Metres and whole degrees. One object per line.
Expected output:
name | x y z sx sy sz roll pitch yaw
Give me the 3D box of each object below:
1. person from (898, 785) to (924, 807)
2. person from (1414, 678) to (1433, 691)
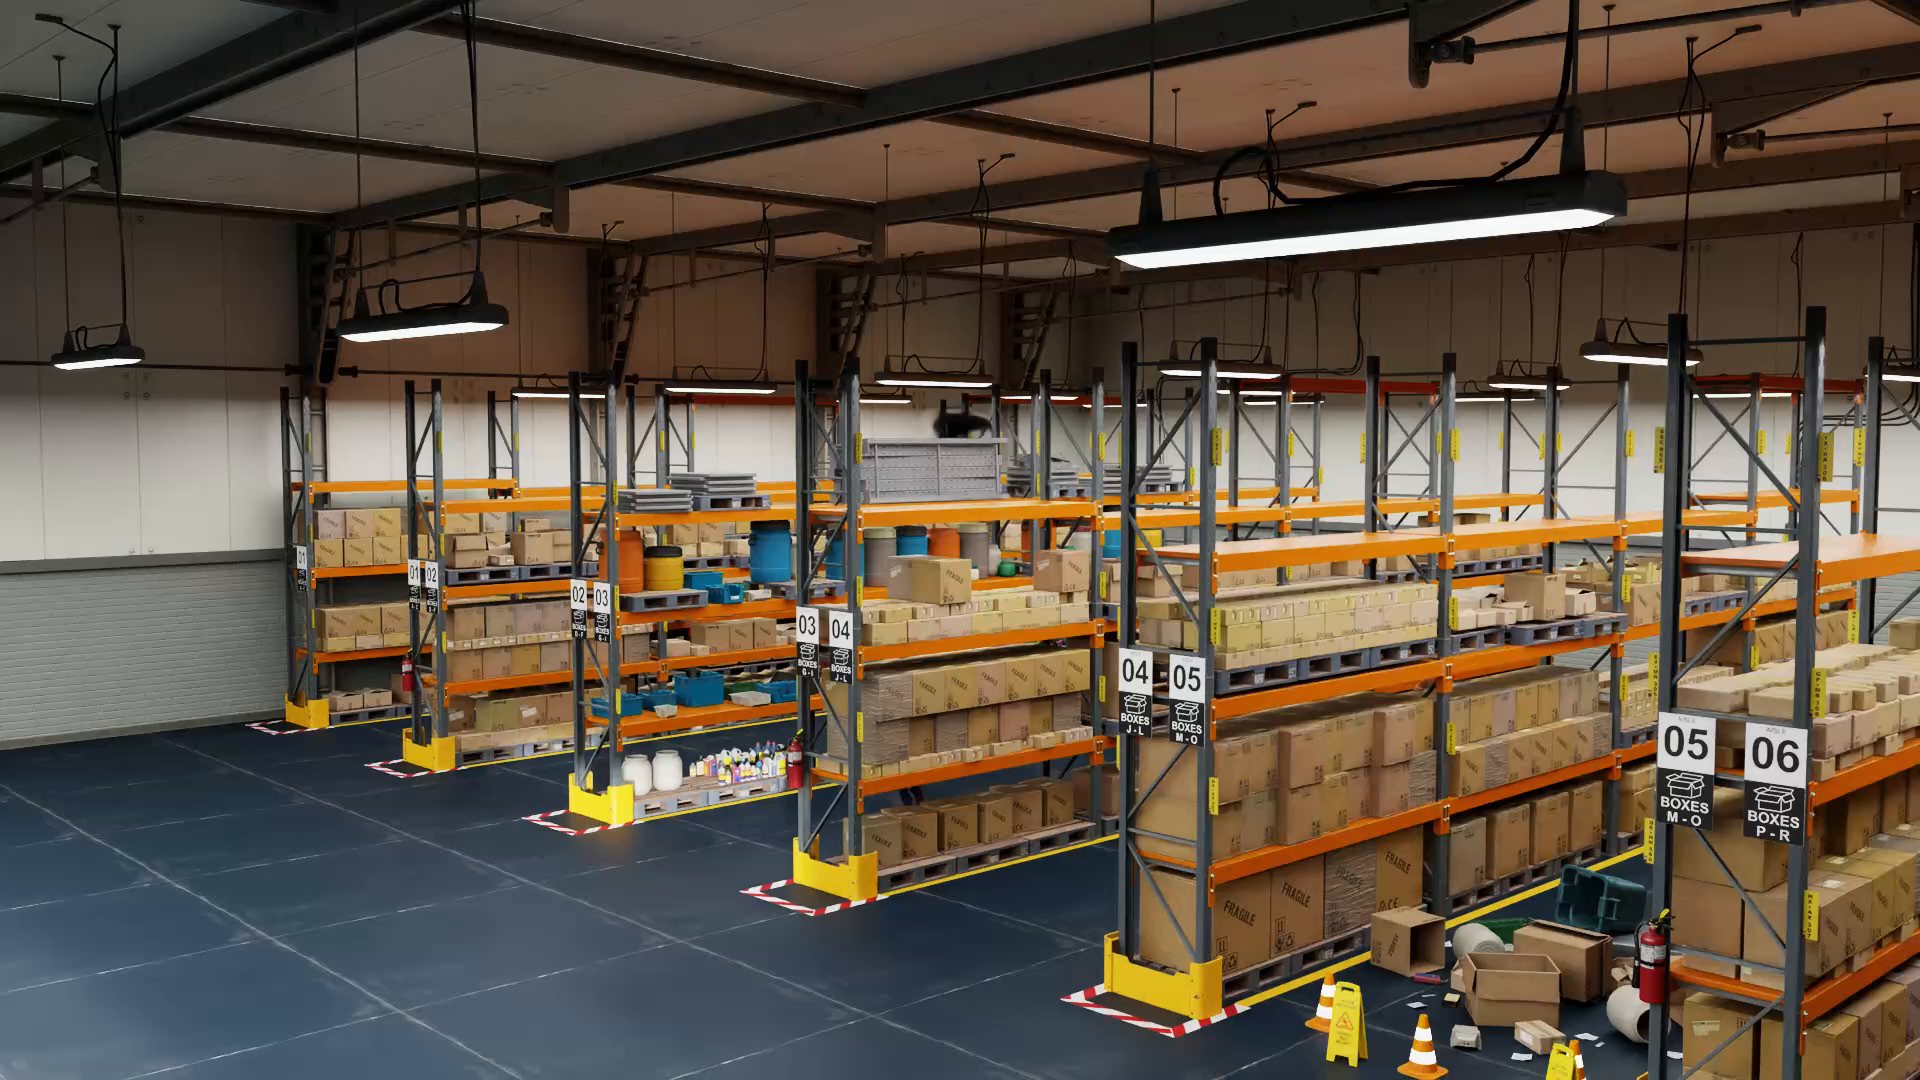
person | -0.800 2.921 22.723 0.618 1.603 0.504 2 4 25
person | 6.789 2.748 24.116 0.582 1.824 0.893 3 5 42
